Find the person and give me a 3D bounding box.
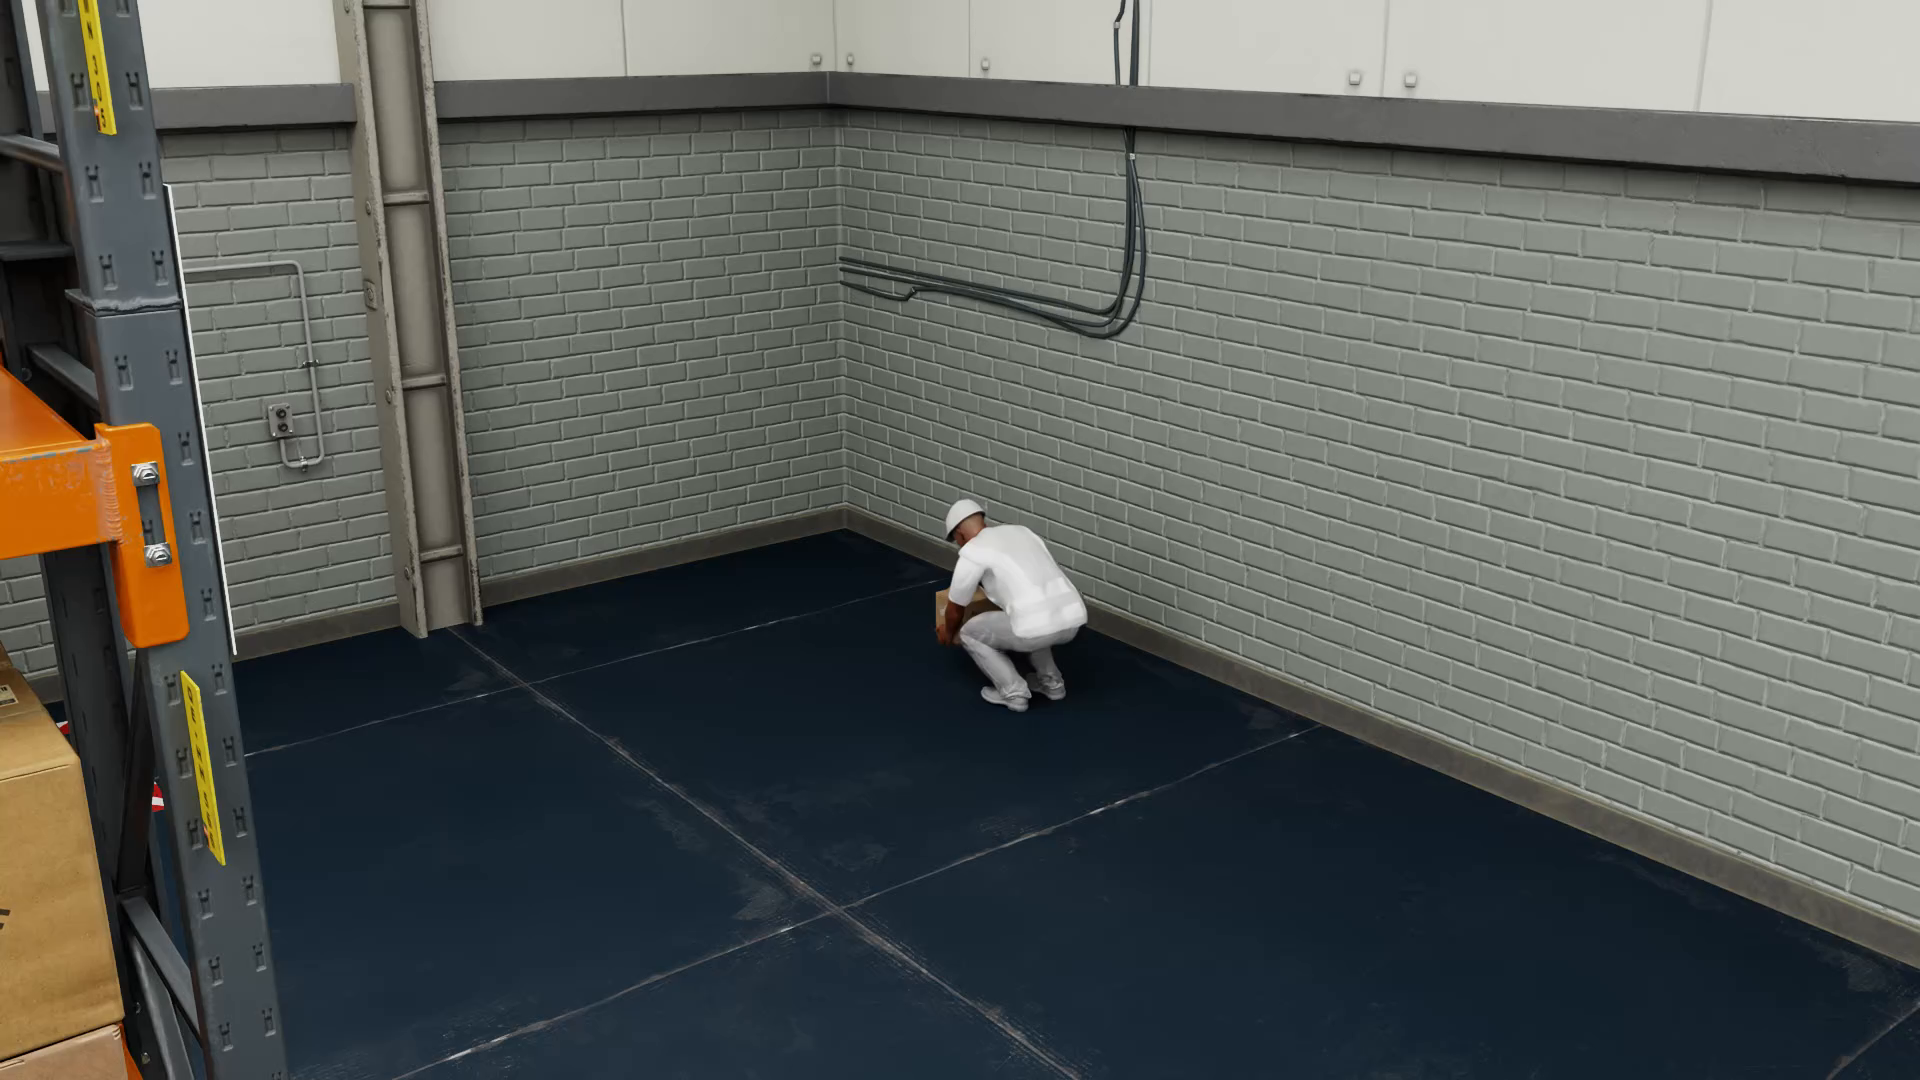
[{"bbox_3d":[0.229,0.330,8.742,0.544,1.008,0.908,-14,22,-37],"label":"person"}]
